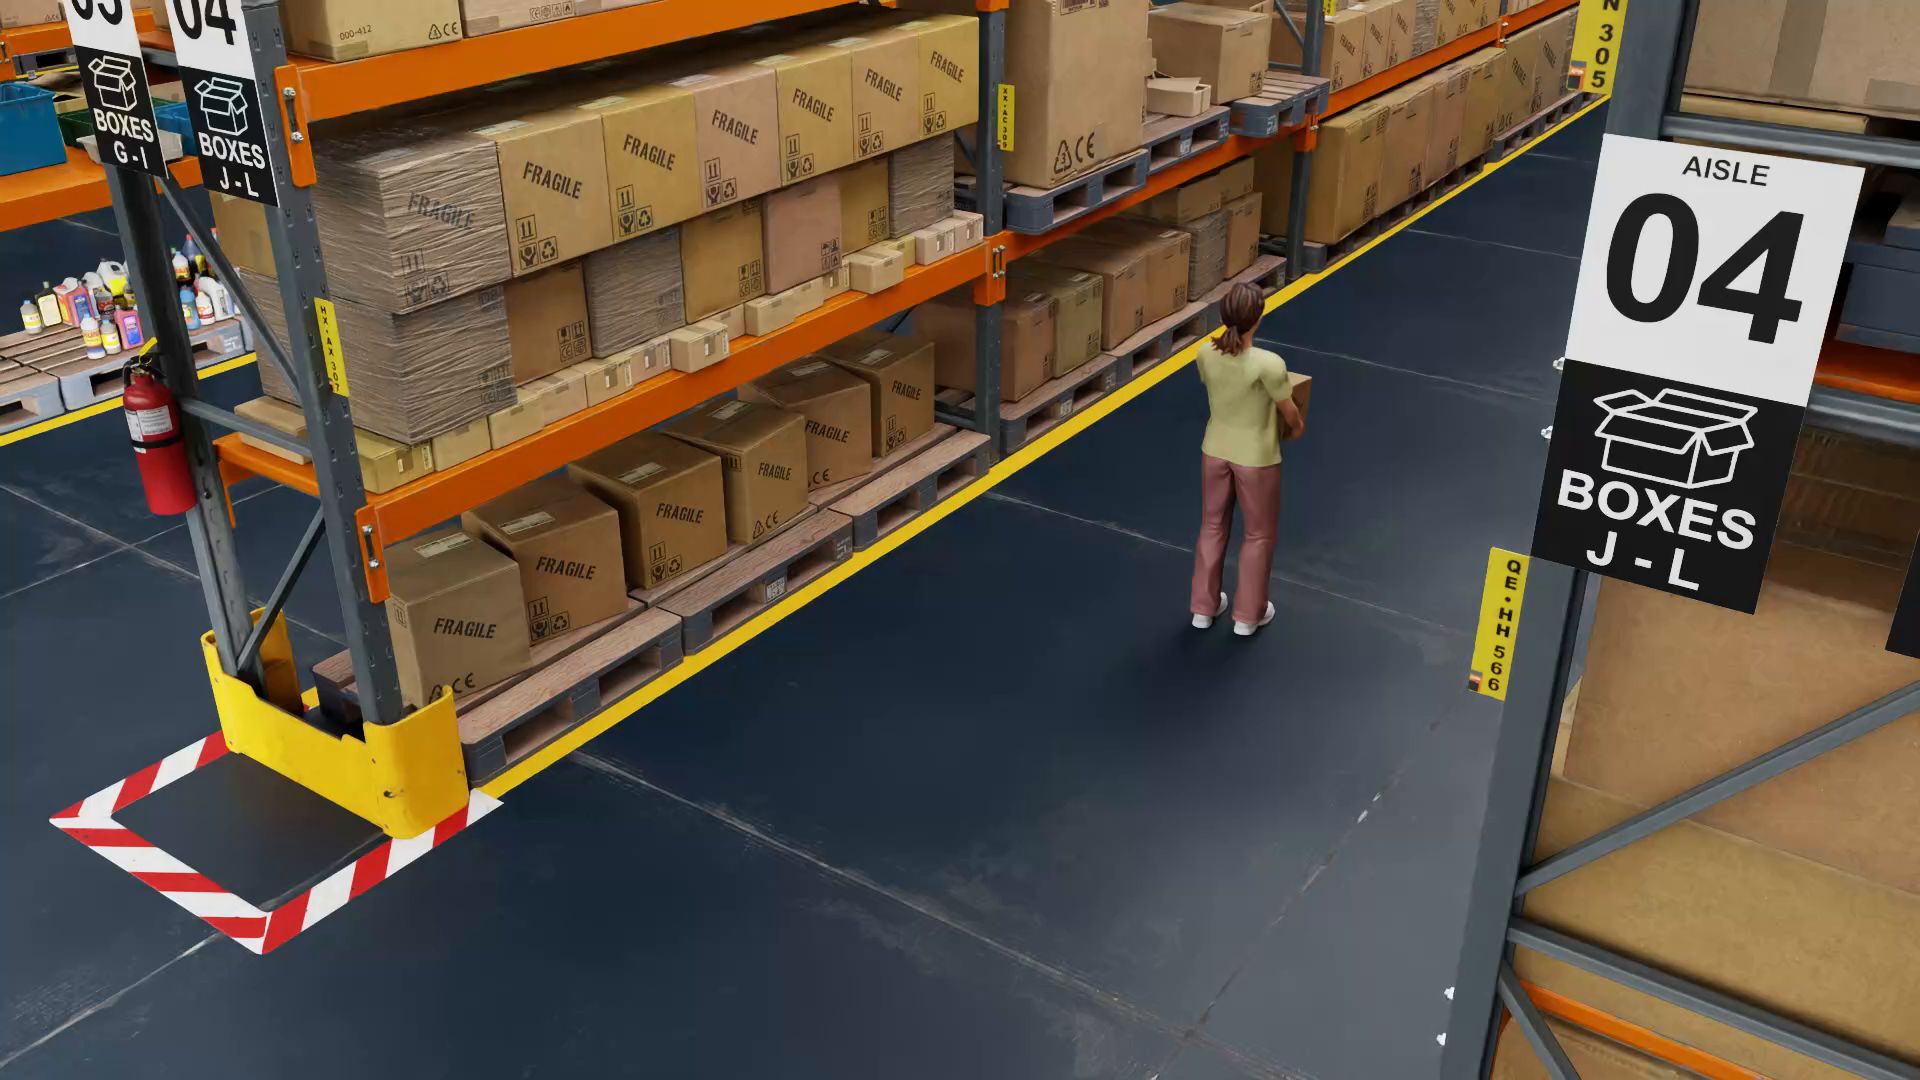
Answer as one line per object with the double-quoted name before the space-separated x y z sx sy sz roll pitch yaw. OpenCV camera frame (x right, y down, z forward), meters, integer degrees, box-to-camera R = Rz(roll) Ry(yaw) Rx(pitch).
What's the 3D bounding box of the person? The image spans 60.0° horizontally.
"person" 1.269 -0.370 7.362 0.425 1.658 0.543 18 32 31
